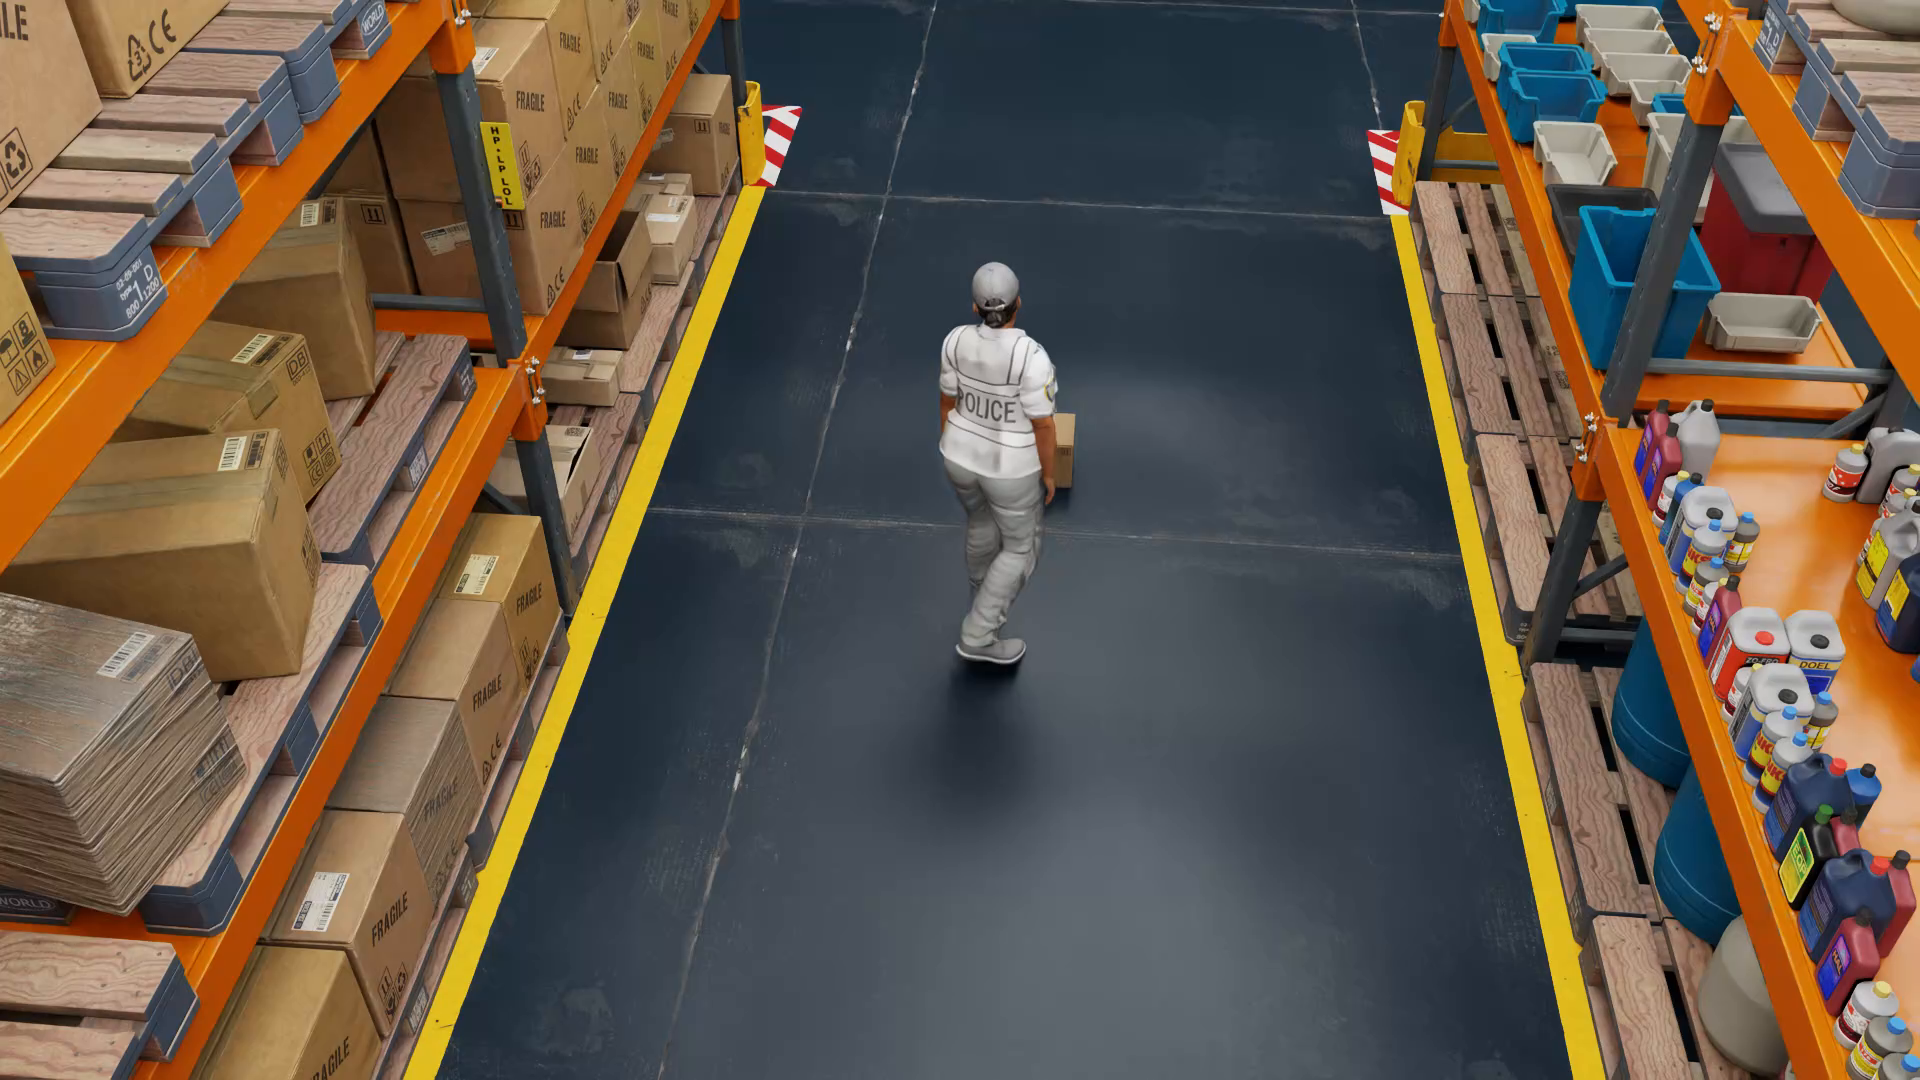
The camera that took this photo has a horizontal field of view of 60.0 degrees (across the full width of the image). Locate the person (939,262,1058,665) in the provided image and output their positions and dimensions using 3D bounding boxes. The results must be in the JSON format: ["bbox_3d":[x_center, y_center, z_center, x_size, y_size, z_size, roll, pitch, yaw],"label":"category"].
[{"bbox_3d":[0.119,-0.272,6.470,0.511,1.658,0.660,24,46,26],"label":"person"}]
